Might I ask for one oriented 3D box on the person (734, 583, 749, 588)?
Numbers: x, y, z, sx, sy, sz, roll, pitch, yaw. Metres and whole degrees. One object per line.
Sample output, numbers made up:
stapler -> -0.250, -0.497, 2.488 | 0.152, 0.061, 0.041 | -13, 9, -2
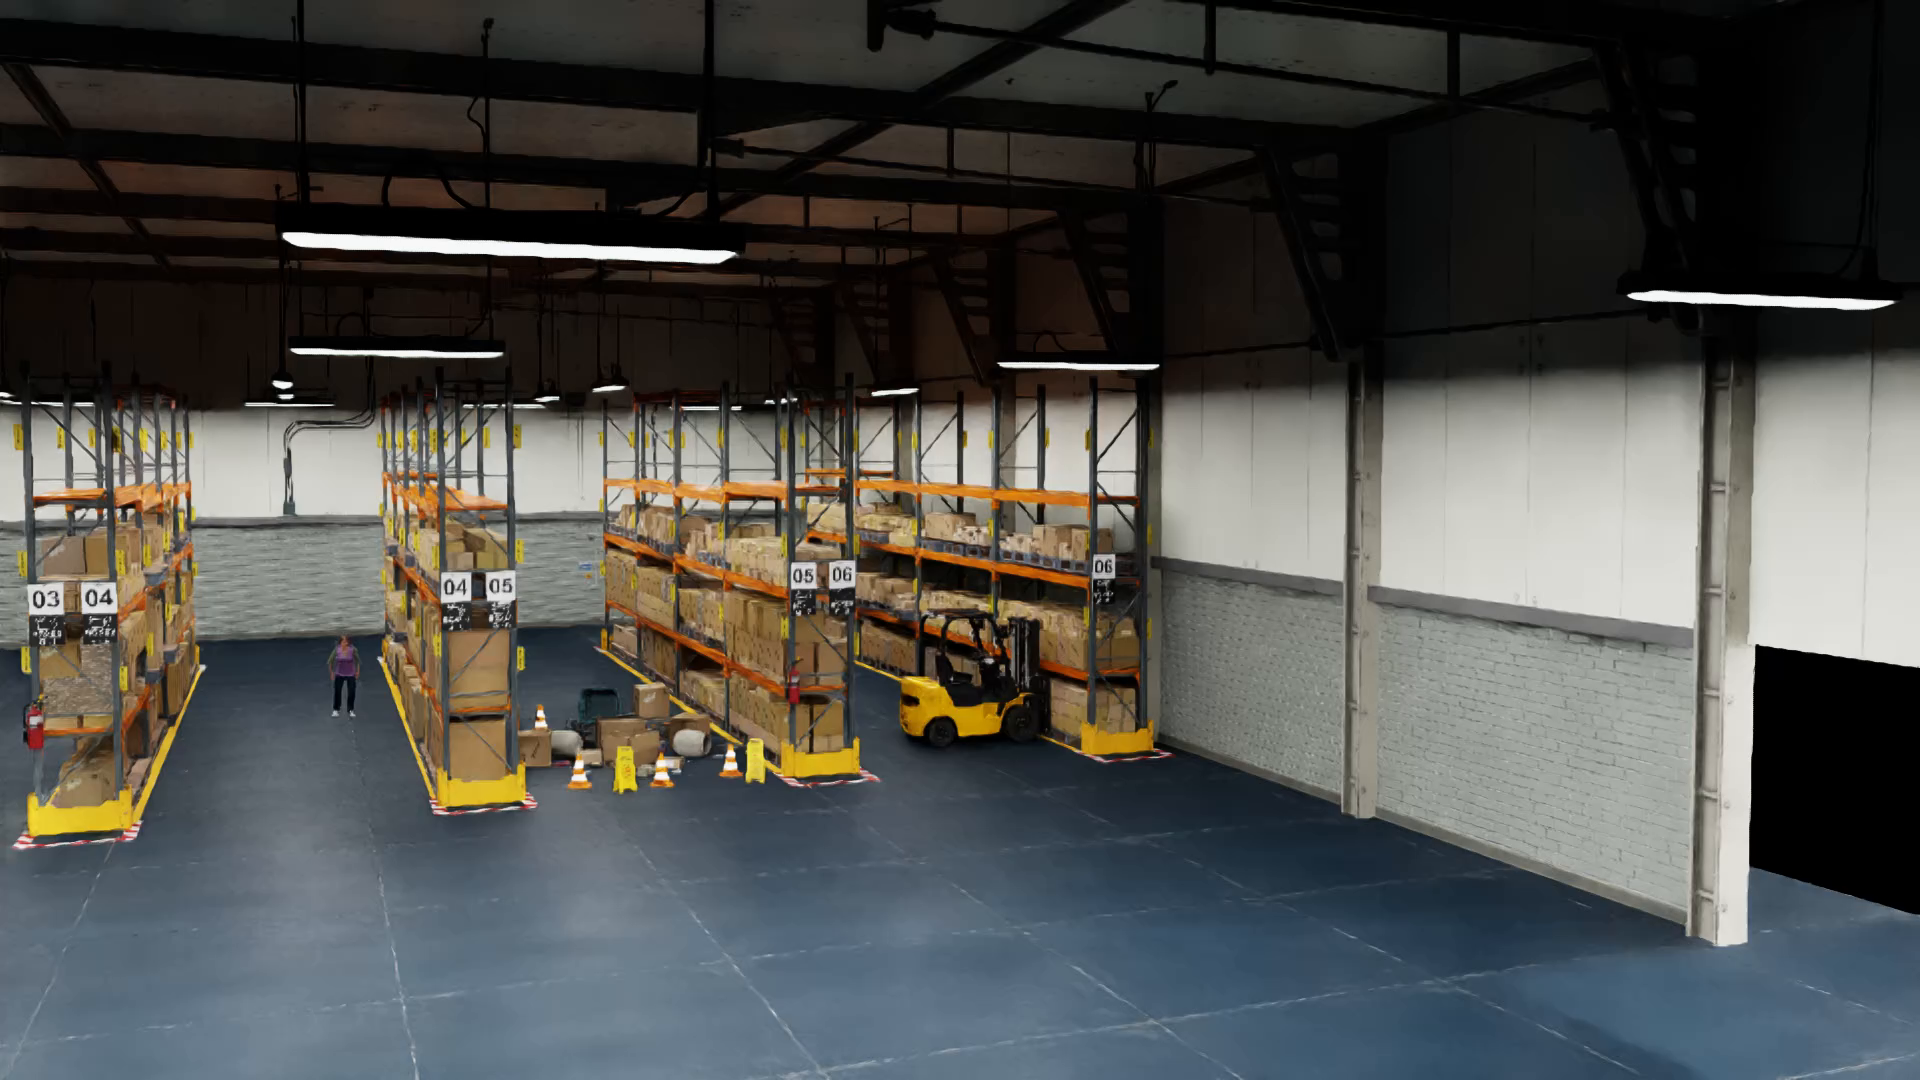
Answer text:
person -> -5.448, 1.603, 41.963 | 0.721, 1.771, 0.473 | 3, 4, 40

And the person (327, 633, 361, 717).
person -> -11.100, 2.435, 29.990 | 0.566, 1.541, 0.519 | -2, 4, -24
